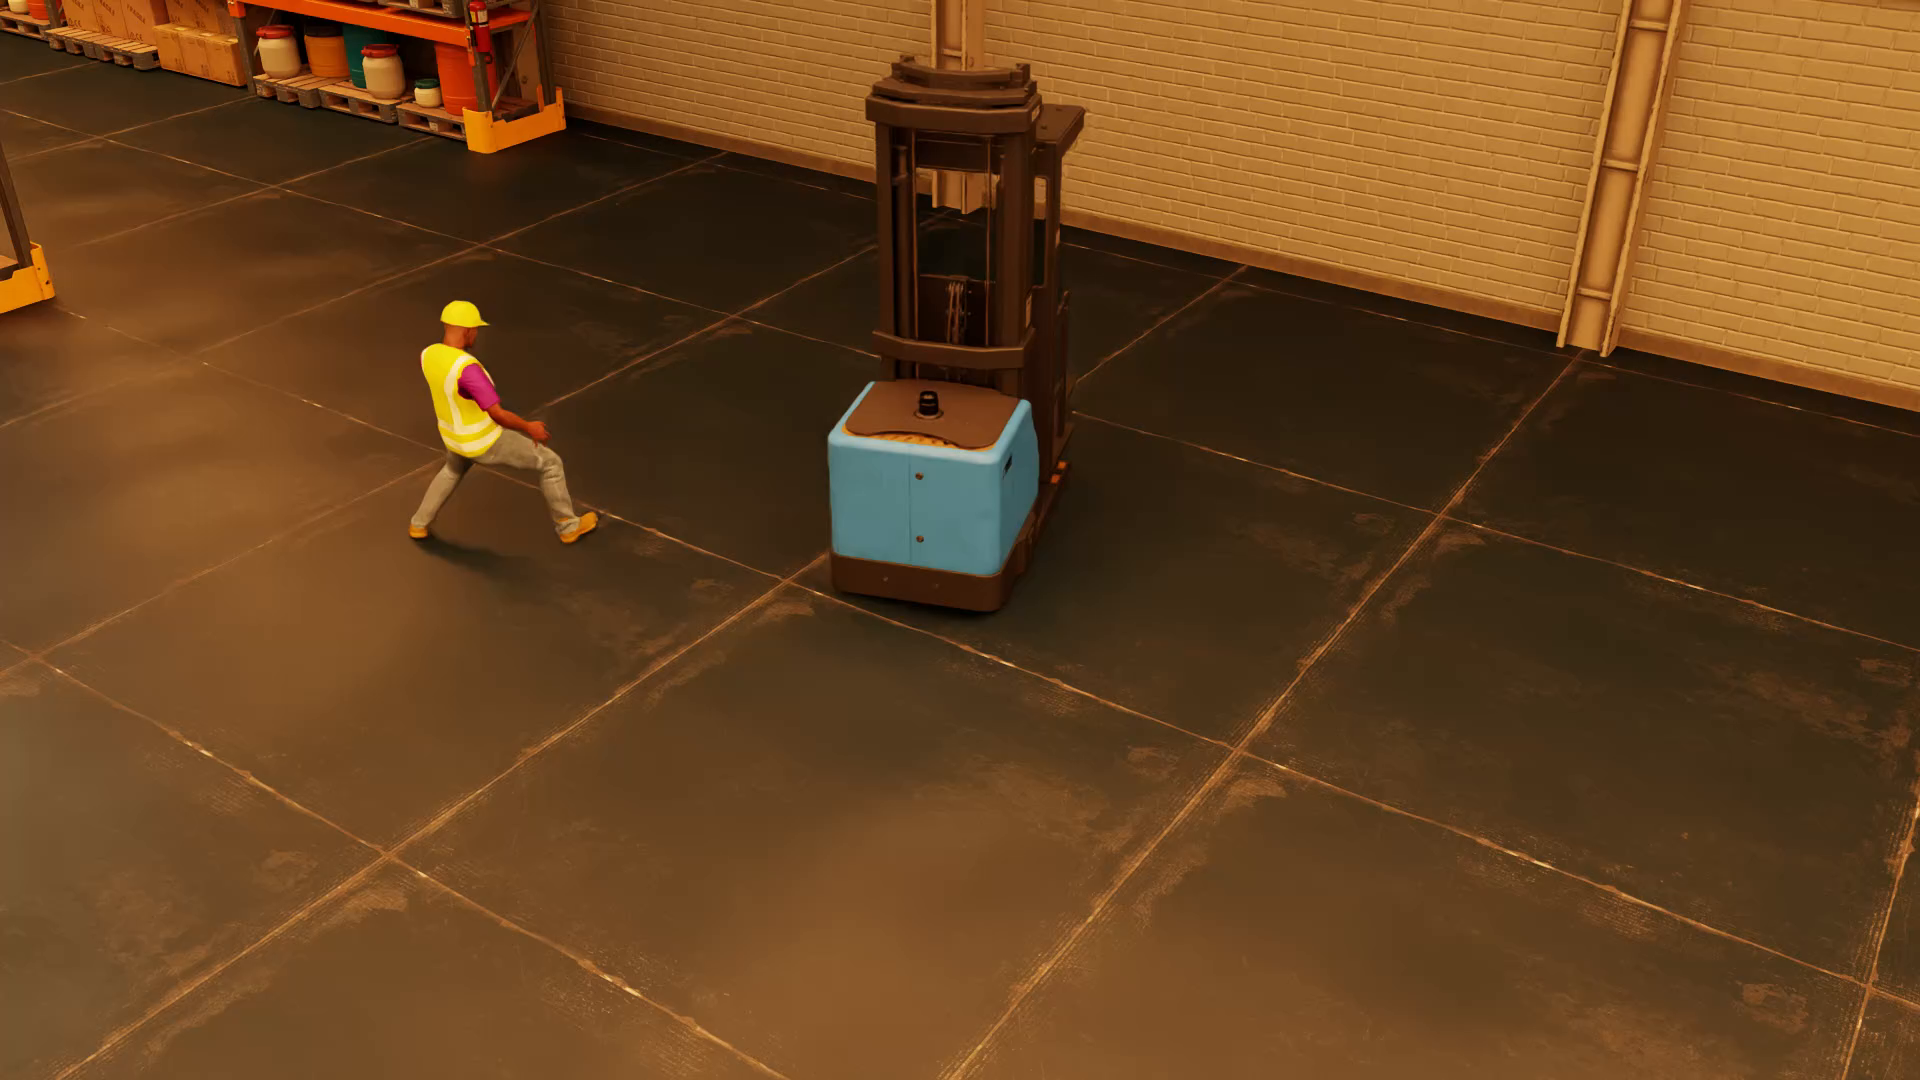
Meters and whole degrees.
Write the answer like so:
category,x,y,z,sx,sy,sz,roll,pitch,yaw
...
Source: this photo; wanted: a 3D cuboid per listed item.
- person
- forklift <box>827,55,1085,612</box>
category,x,y,z,sx,sy,sz,roll,pitch,yaw
person,-2.939,-0.739,10.233,1.028,1.613,0.929,26,39,37
forklift,0.116,-1.578,10.299,1.130,2.935,3.031,8,31,13
